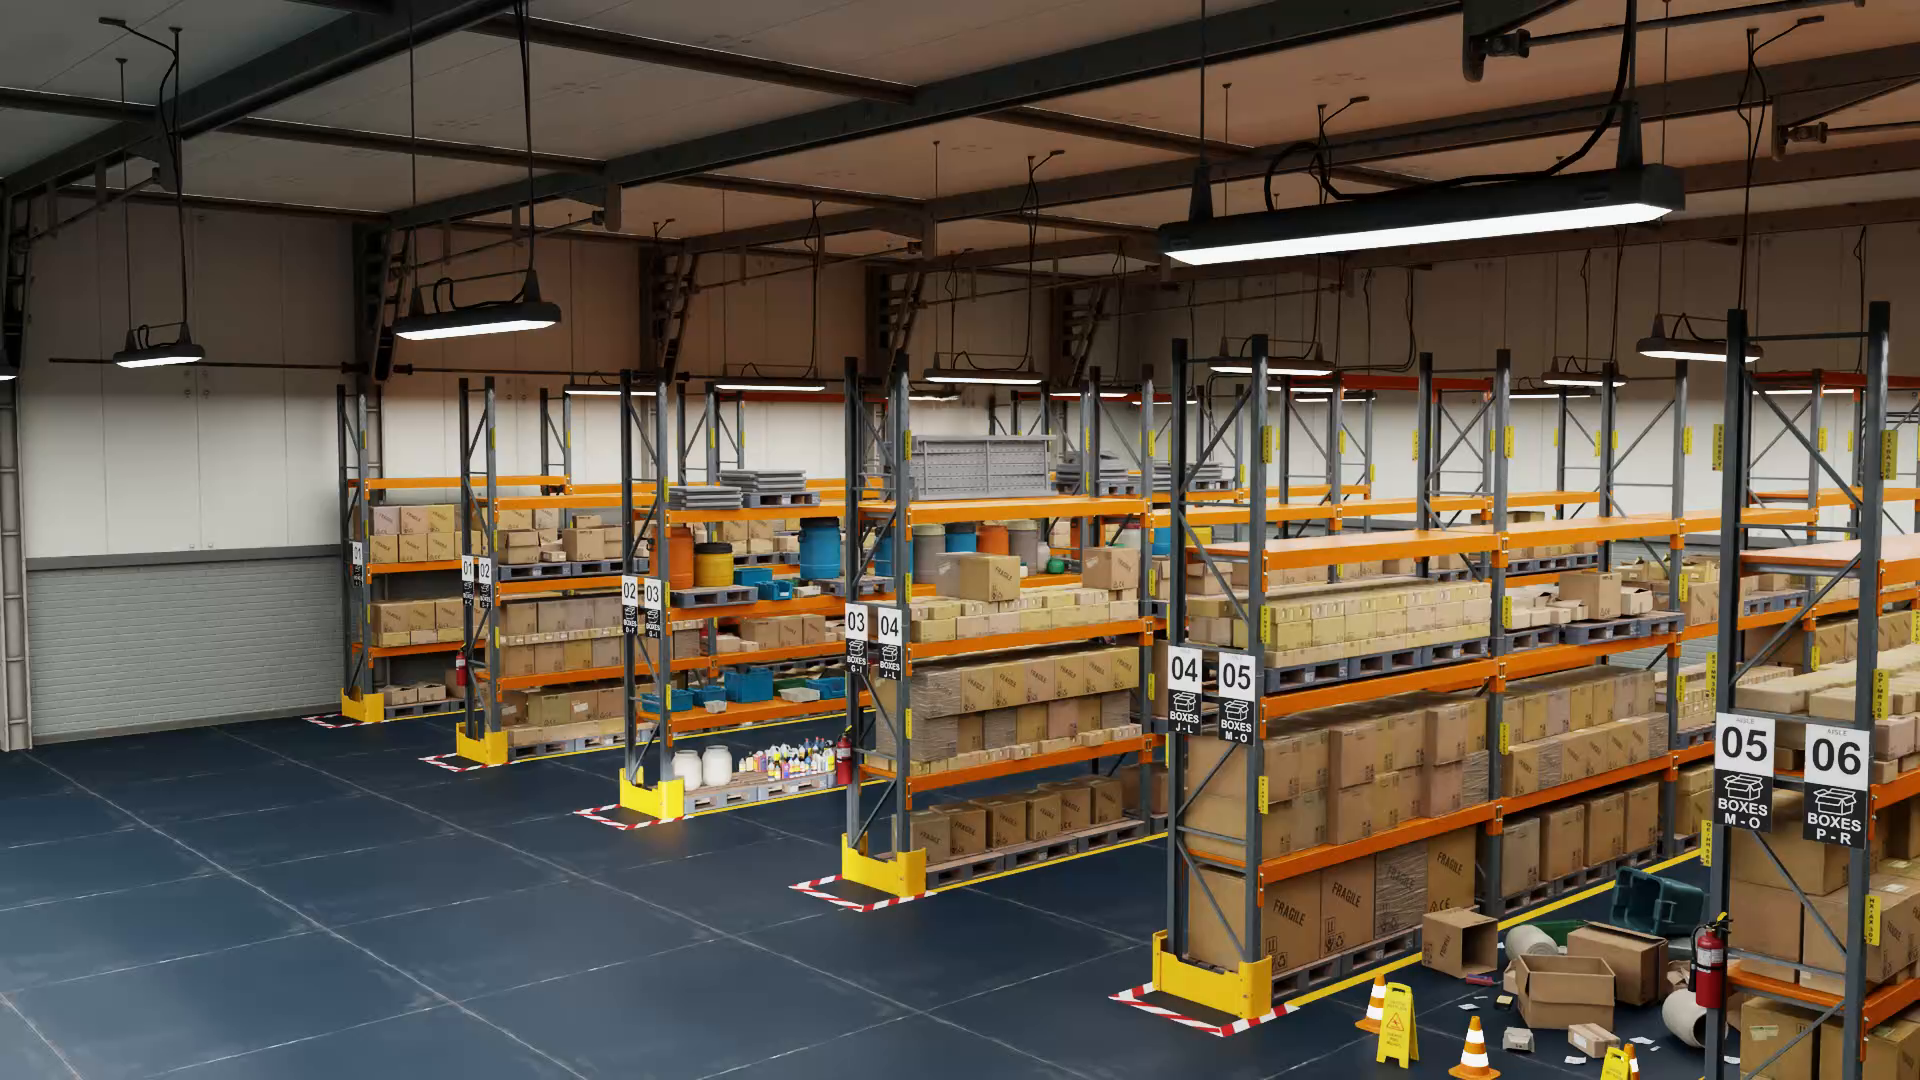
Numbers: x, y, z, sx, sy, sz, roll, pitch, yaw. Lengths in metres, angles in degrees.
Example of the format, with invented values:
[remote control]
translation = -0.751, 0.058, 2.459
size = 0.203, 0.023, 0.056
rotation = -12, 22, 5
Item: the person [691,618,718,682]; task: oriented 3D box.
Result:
[person]
translation = -4.921, 2.257, 31.382
size = 0.651, 1.688, 0.607
rotation = 3, 5, 40
